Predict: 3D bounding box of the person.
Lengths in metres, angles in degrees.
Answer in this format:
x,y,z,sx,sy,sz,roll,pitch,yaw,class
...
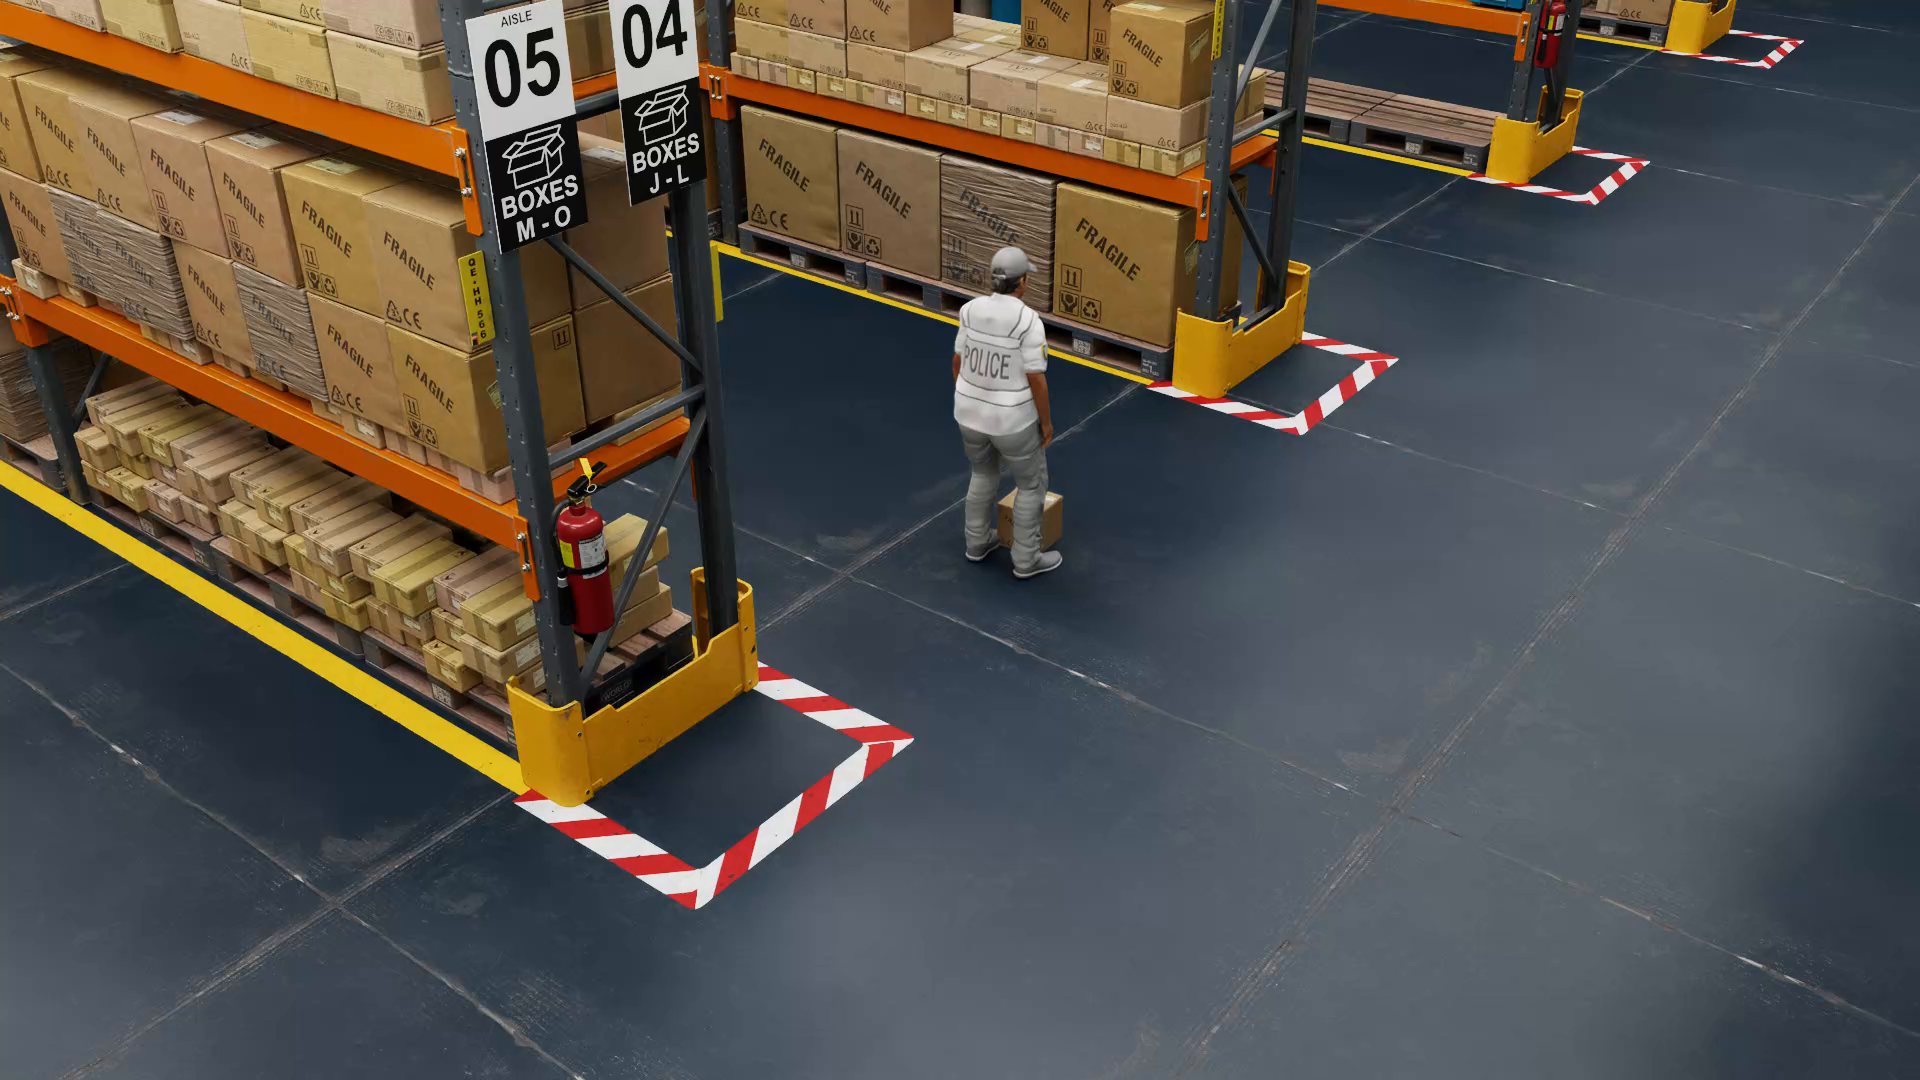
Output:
x,y,z,sx,sy,sz,roll,pitch,yaw,class
0.233,-0.616,8.149,0.554,1.665,0.468,19,36,29,person
